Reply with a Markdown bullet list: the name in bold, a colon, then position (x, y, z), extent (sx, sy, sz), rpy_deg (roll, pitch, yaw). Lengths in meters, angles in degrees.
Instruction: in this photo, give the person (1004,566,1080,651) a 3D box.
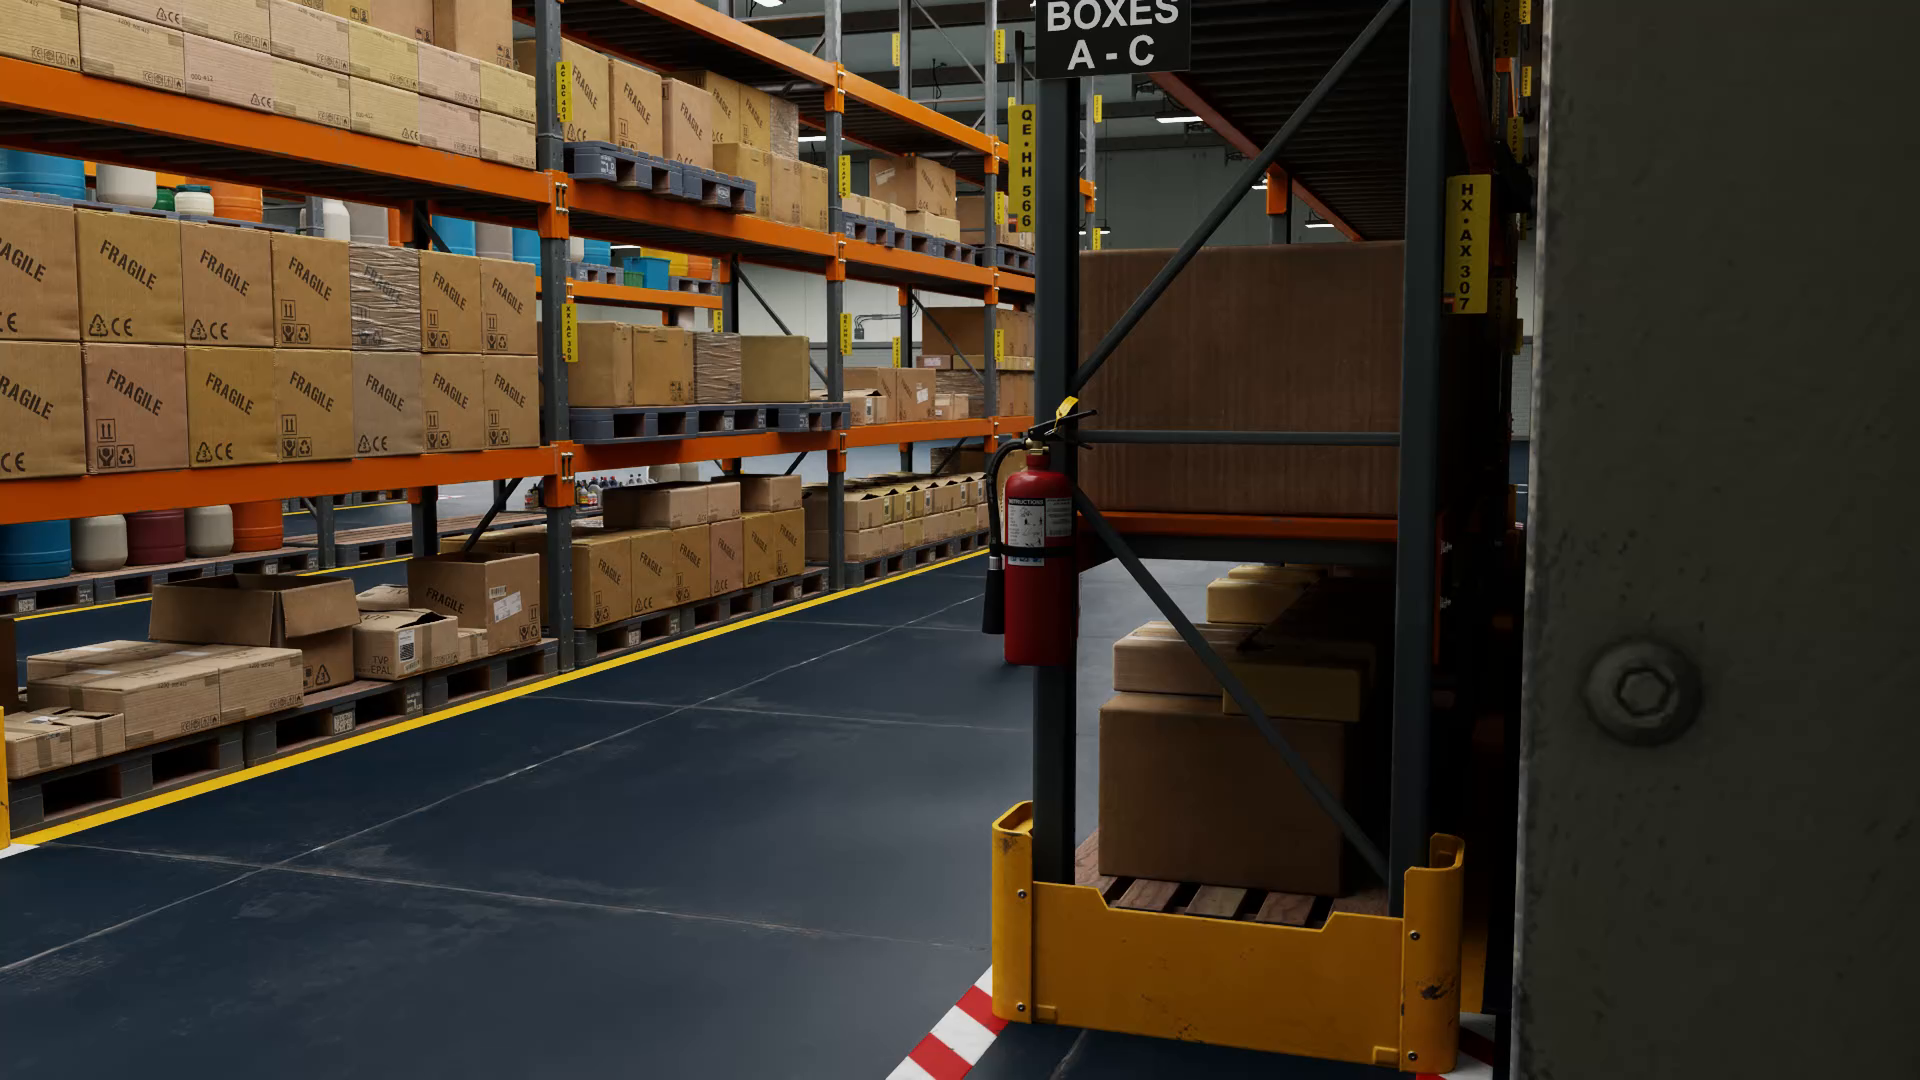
- **person**: position (0.487, 0.346, 9.992), extent (0.456, 0.776, 0.909), rpy_deg (2, 6, 17)
